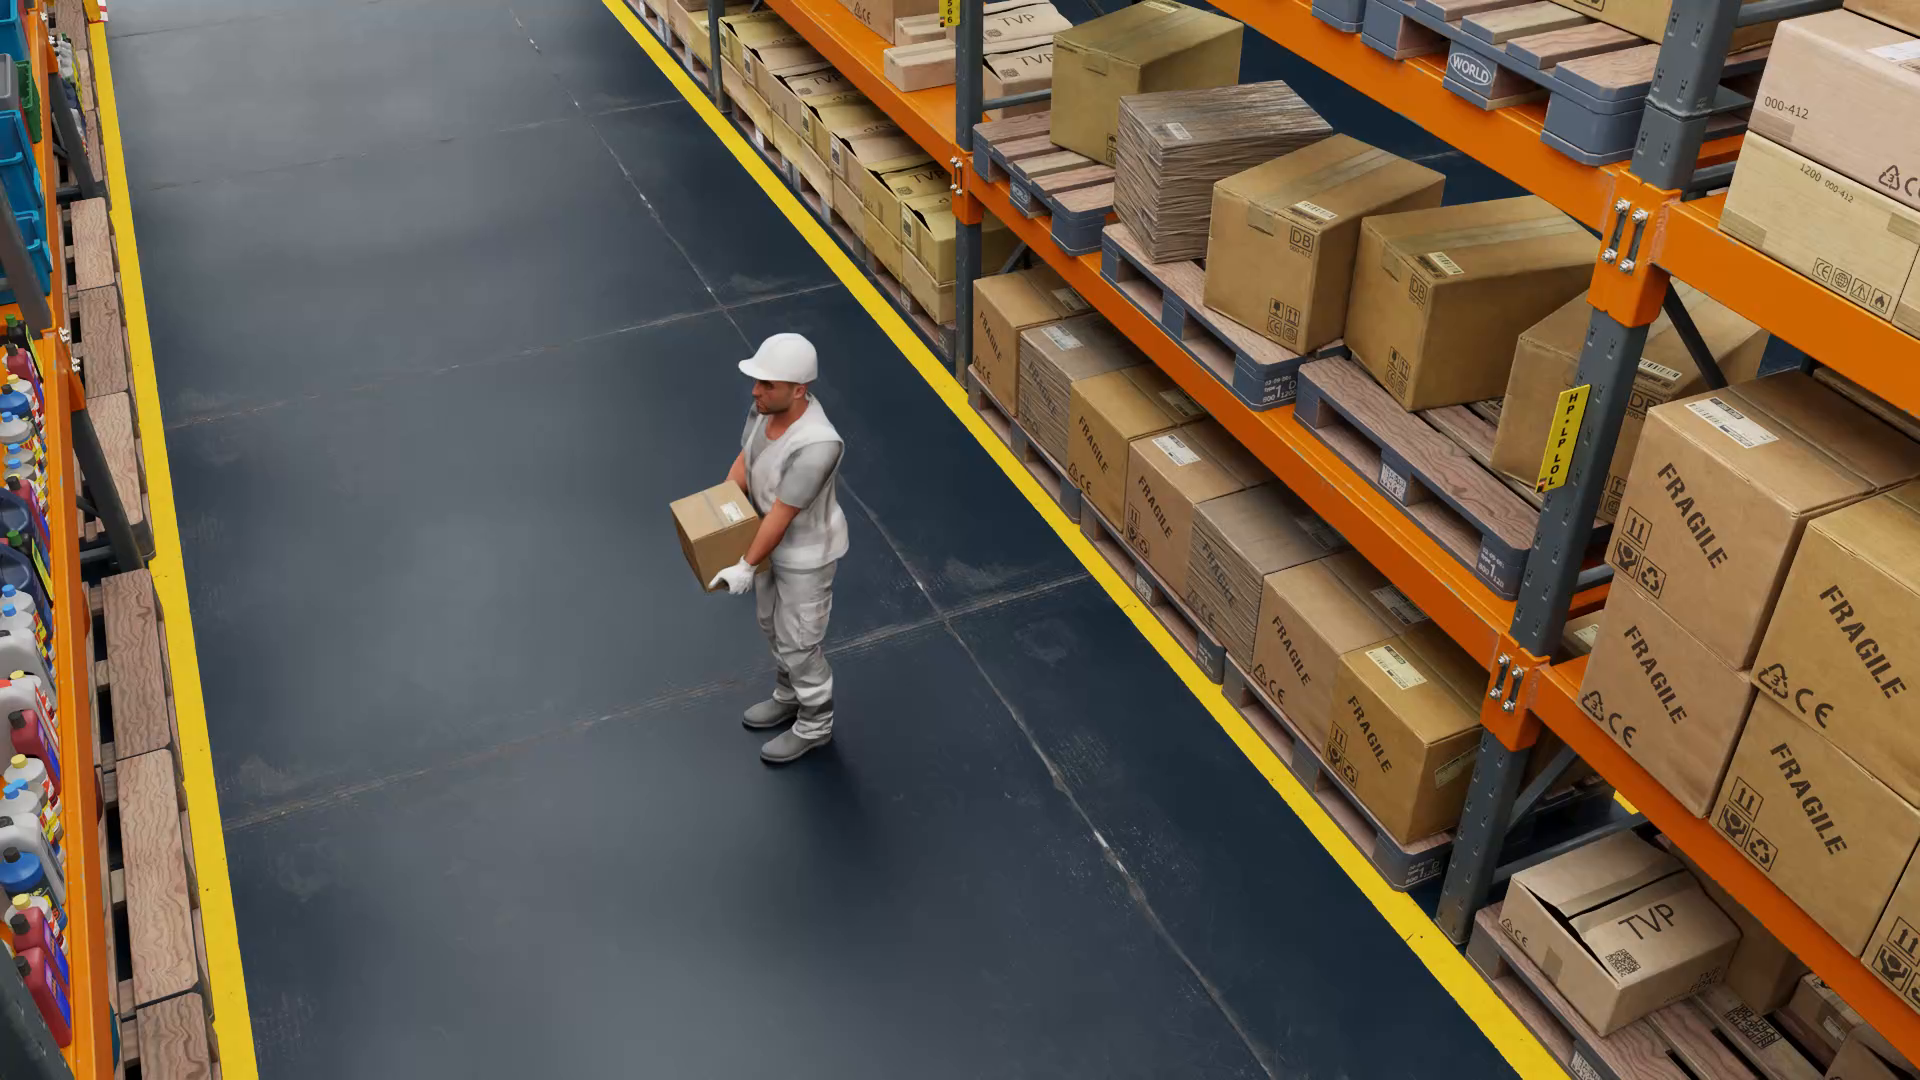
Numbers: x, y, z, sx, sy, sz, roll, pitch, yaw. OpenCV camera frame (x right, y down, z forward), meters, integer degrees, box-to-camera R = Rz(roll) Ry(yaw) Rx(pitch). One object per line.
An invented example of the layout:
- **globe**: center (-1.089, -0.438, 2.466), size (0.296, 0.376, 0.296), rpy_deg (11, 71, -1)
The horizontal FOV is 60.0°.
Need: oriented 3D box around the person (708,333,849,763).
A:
- **person**: center (-0.687, 0.059, 6.051), size (0.553, 1.787, 0.495), rpy_deg (-16, 40, -20)
